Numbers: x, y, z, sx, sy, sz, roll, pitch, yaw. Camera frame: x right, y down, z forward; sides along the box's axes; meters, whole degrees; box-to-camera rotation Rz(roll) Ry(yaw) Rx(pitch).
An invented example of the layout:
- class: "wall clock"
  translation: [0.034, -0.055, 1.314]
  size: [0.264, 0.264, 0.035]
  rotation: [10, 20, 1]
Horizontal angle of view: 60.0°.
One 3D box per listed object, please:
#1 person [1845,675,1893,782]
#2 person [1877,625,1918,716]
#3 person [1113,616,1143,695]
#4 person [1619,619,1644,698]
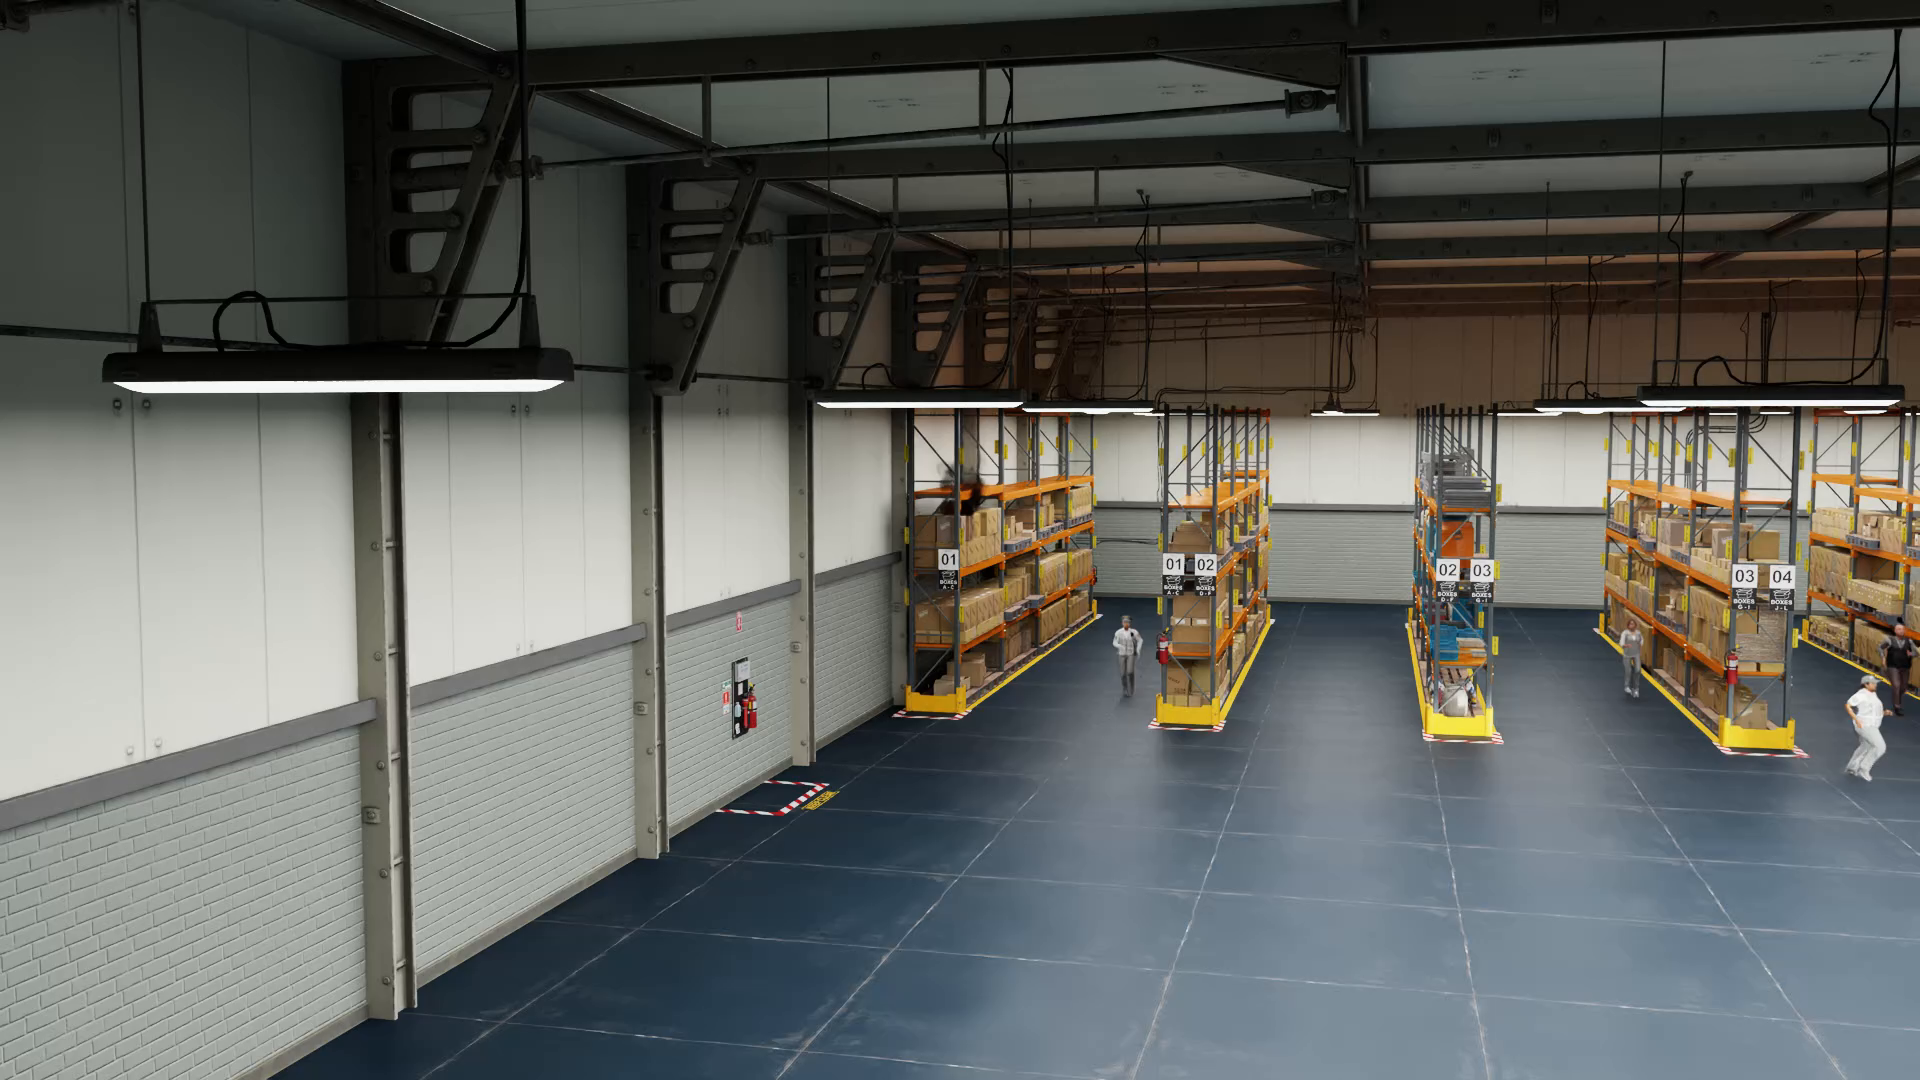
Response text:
- class: "person"
  translation: [14.408, 2.982, 26.345]
  size: [0.664, 1.680, 0.583]
  rotation: [4, 6, 45]
- class: "person"
  translation: [18.199, 2.492, 32.244]
  size: [0.656, 1.707, 0.970]
  rotation: [1, 4, 11]
- class: "person"
  translation: [3.432, 2.383, 34.163]
  size: [0.590, 1.648, 0.619]
  rotation: [1, 4, 12]
- class: "person"
  translation: [13.847, 2.482, 34.283]
  size: [0.513, 1.539, 0.702]
  rotation: [1, 4, 11]
